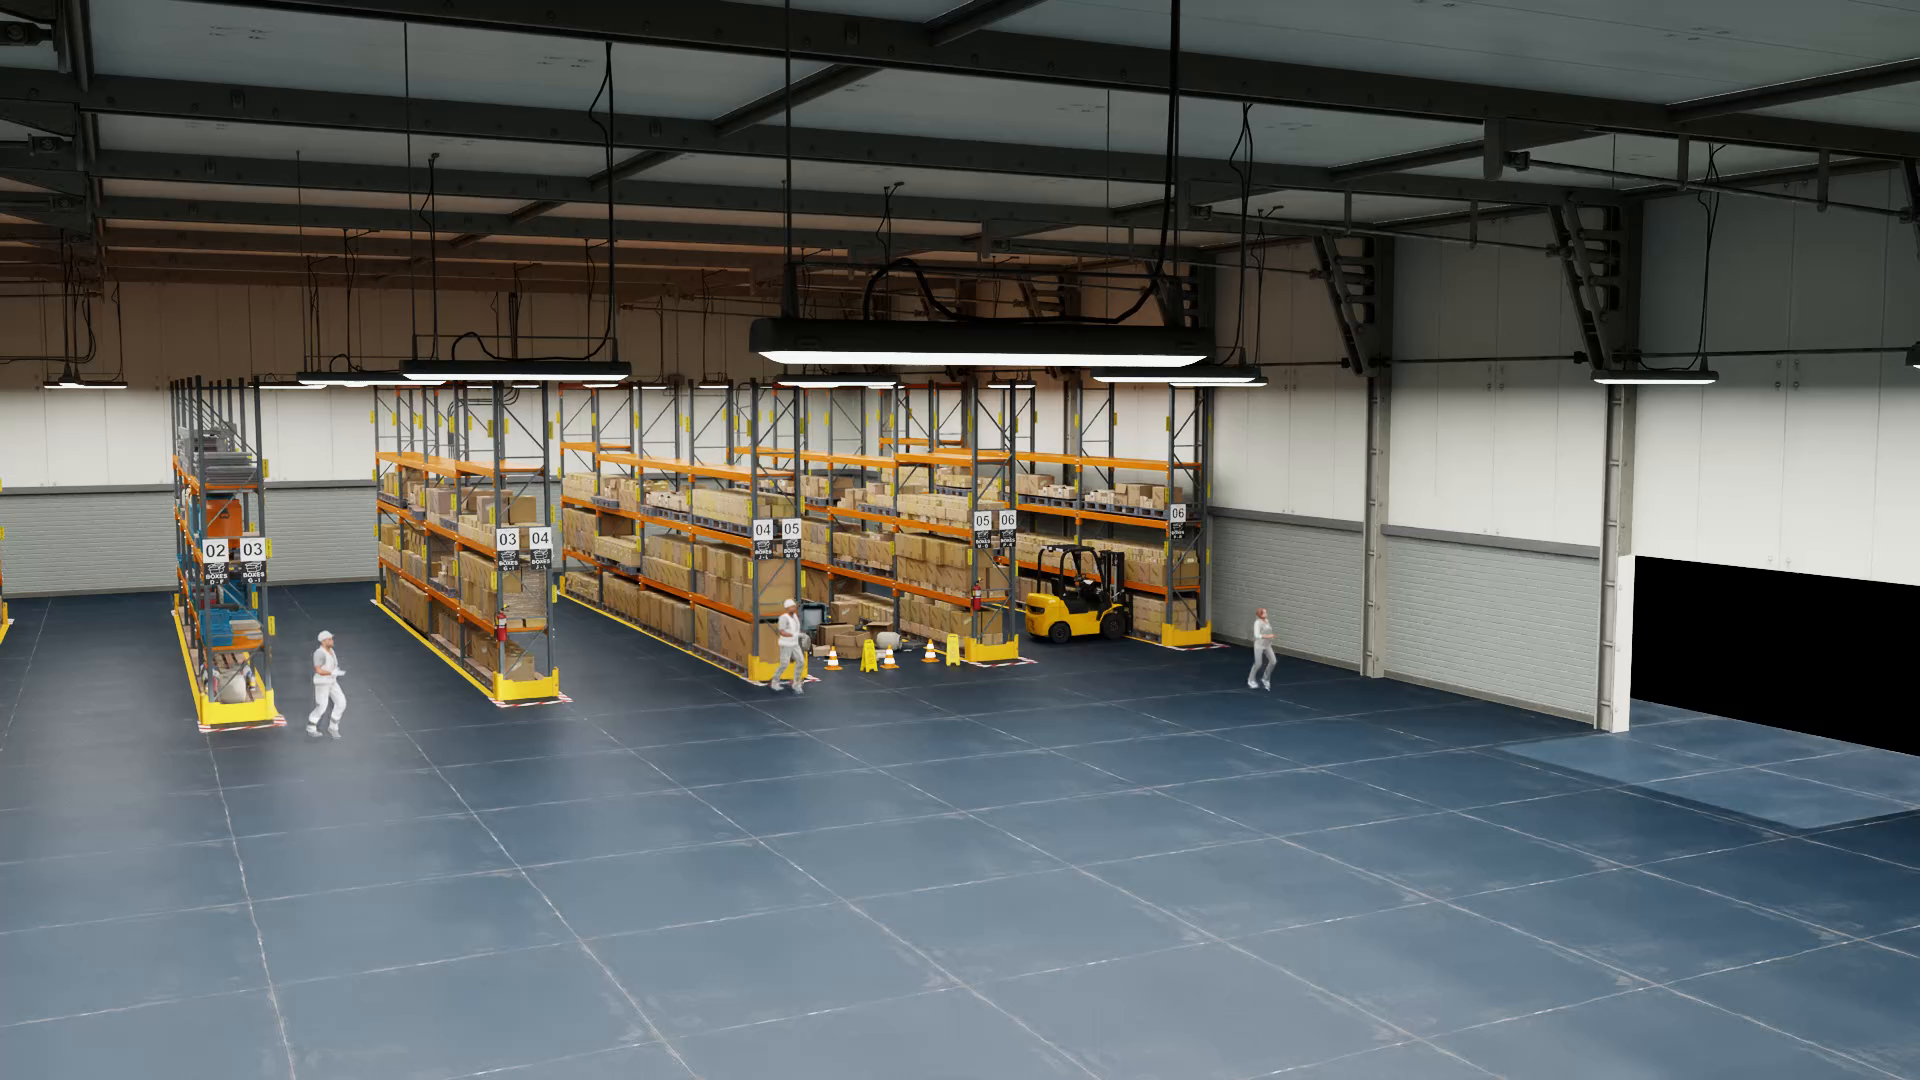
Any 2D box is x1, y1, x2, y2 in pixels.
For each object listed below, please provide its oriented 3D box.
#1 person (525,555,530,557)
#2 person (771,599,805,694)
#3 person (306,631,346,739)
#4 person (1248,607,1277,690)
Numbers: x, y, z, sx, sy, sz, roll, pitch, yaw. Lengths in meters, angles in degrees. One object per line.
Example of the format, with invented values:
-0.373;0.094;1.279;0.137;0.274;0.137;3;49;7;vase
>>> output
-12.510;0.721;47.471;0.710;1.612;0.494;3;6;32;person
-3.230;2.045;31.551;0.767;1.864;0.708;3;6;27;person
-10.425;2.418;27.410;0.745;1.854;0.677;1;5;9;person
5.823;2.094;31.938;0.508;1.597;0.672;-4;6;-36;person
